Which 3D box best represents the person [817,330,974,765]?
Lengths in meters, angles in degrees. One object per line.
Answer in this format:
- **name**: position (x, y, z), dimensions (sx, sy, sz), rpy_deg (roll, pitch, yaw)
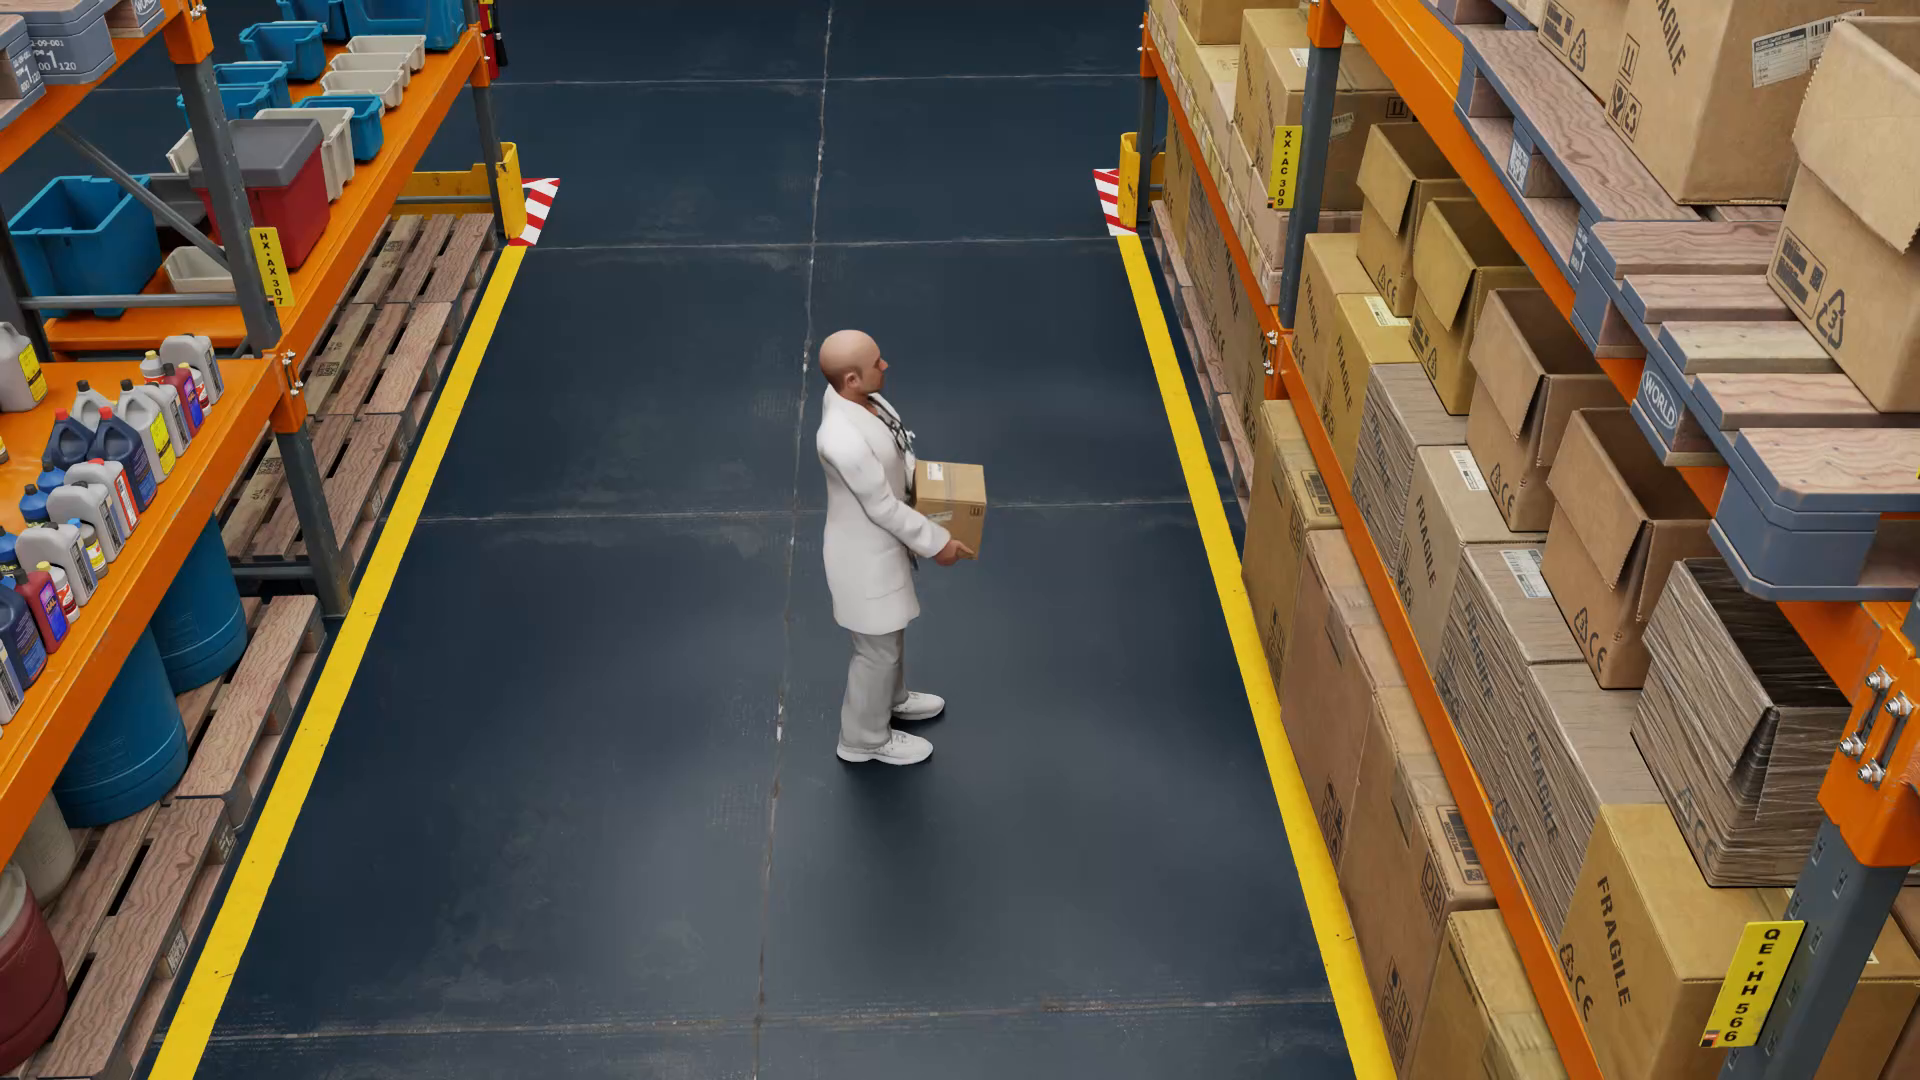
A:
- **person**: position (-0.229, 0.030, 6.117), dimensions (0.543, 1.778, 0.526), rpy_deg (-2, 35, -2)
